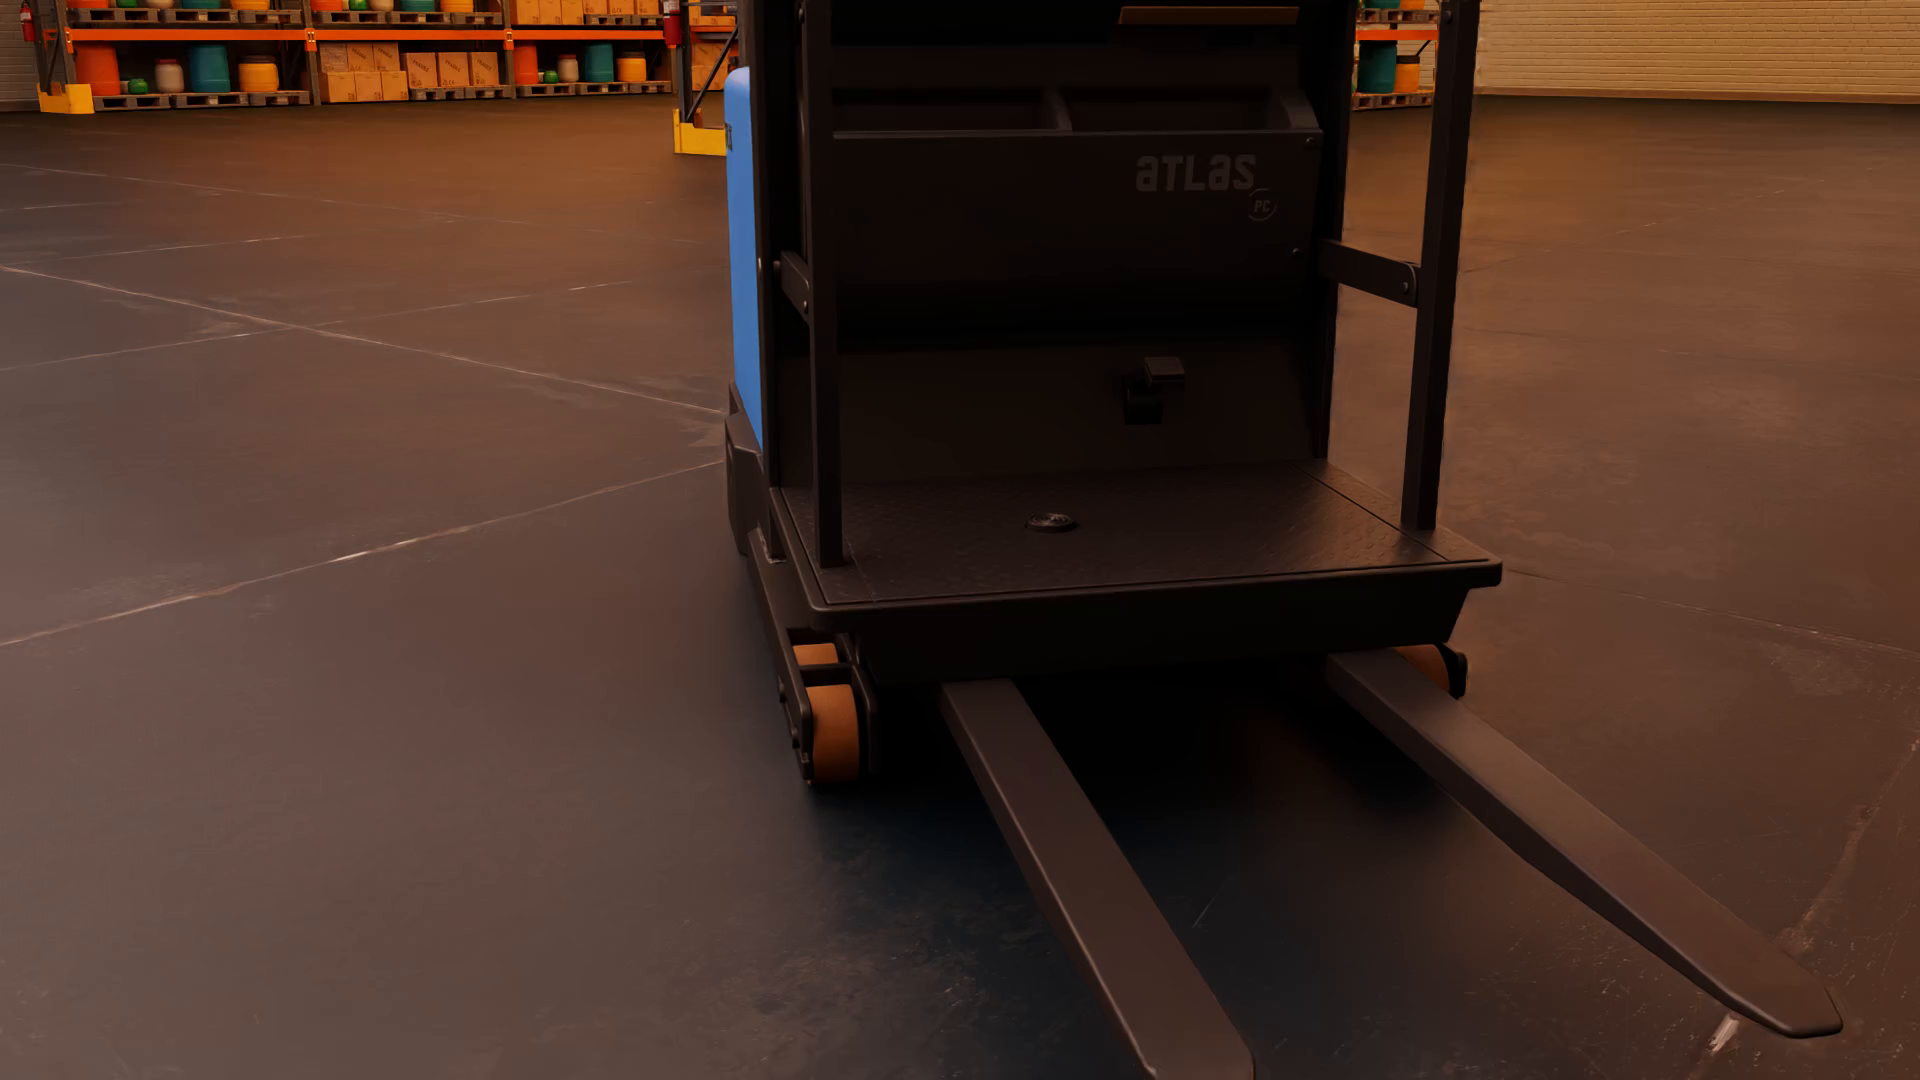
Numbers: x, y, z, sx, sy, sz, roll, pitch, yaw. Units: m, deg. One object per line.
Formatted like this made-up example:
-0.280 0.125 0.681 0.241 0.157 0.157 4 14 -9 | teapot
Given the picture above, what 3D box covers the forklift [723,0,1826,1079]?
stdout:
0.220 -1.133 2.630 1.130 2.935 3.031 -3 17 -11 | forklift
